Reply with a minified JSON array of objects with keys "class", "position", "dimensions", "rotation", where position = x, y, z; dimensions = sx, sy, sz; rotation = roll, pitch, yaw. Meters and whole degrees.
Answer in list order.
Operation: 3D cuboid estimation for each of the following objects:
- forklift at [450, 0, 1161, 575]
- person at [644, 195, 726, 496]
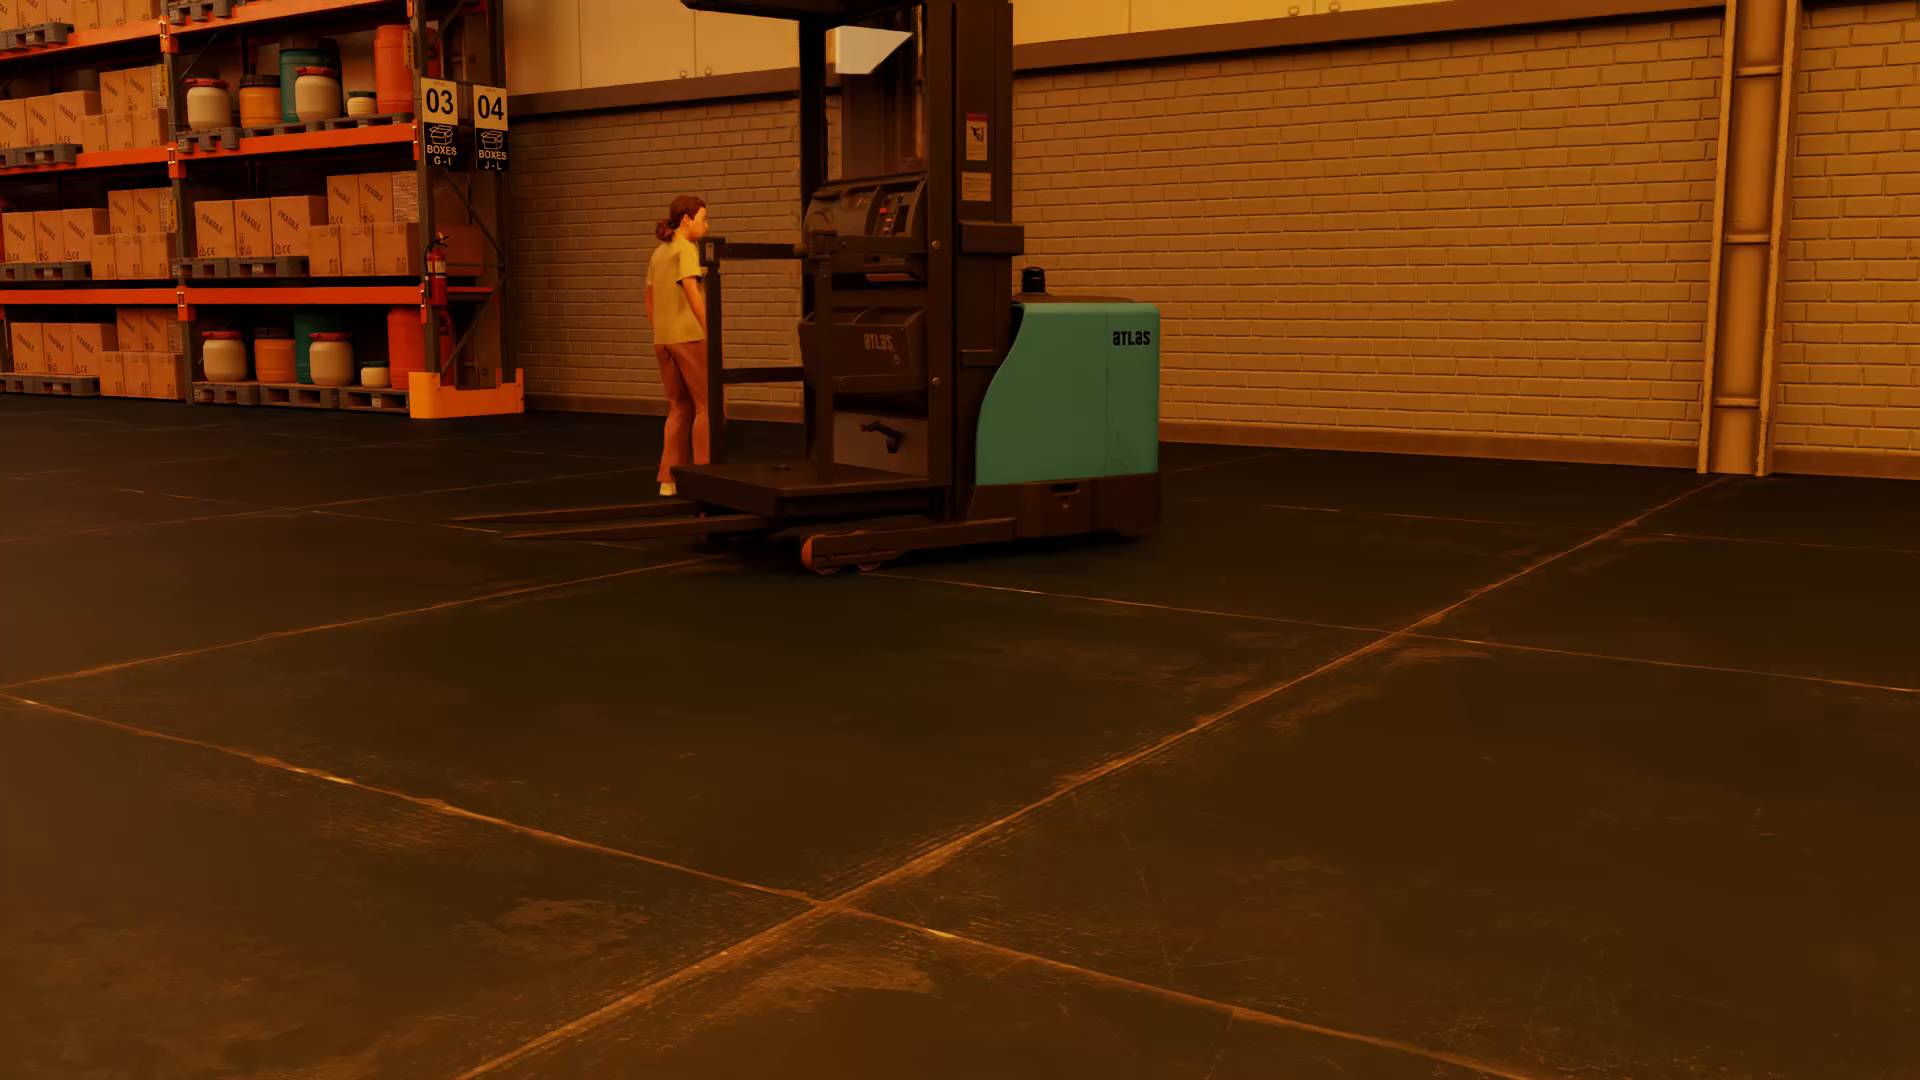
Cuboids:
[{"class":"forklift","position":[-0.590,-1.396,7.006],"dimensions":[3.031,2.935,1.130],"rotation":[-5,10,-33]},{"class":"person","position":[-1.485,-1.077,9.268],"dimensions":[0.417,1.666,0.605],"rotation":[-7,11,-41]}]
